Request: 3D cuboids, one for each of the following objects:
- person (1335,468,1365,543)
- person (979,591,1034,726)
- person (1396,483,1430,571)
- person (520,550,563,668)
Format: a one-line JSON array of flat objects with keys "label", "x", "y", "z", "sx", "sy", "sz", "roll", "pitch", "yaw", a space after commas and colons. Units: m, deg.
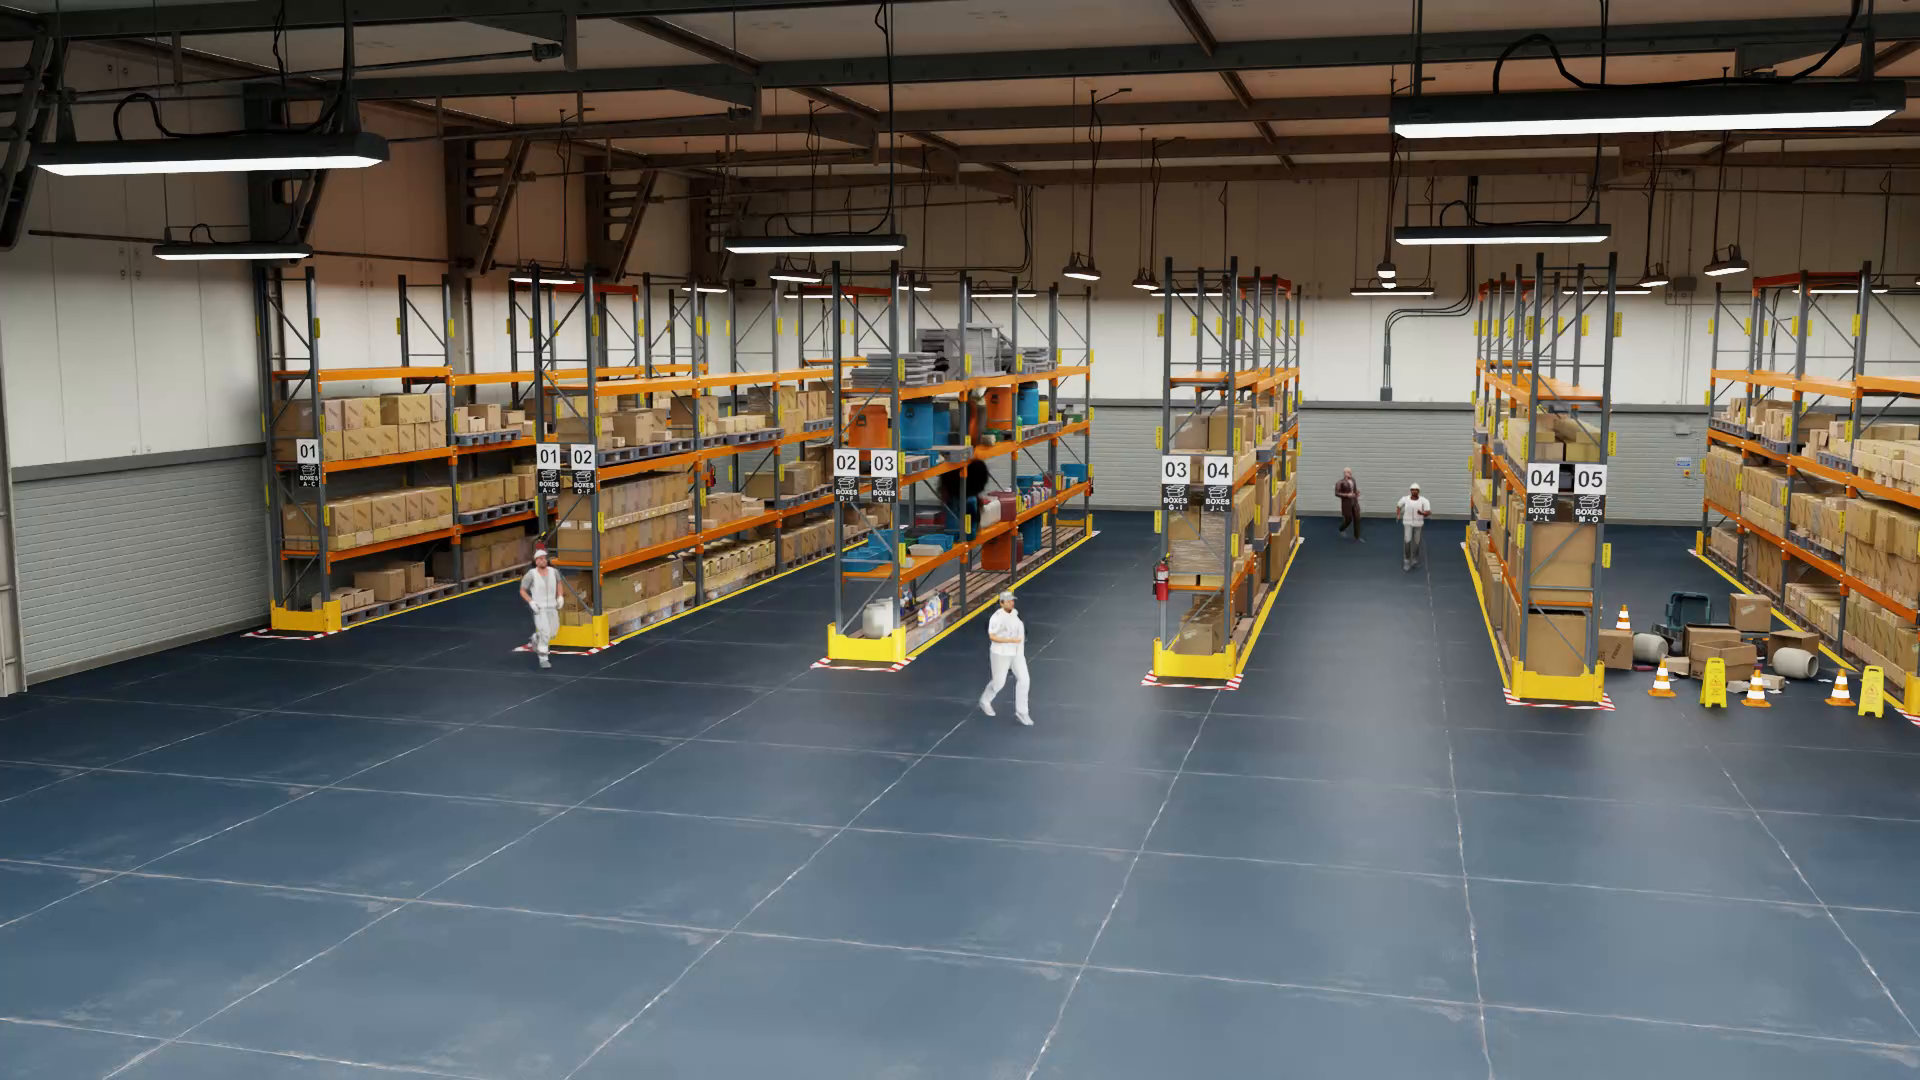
[{"label": "person", "x": 9.118, "y": -0.783, "z": 39.251, "sx": 0.740, "sy": 1.686, "sz": 0.960, "roll": -4, "pitch": 8, "yaw": -26}, {"label": "person", "x": 0.583, "y": 1.497, "z": 21.273, "sx": 0.609, "sy": 1.716, "sz": 0.835, "roll": -6, "pitch": 9, "yaw": -40}, {"label": "person", "x": 9.471, "y": -0.279, "z": 34.761, "sx": 0.675, "sy": 1.829, "sz": 0.776, "roll": 2, "pitch": 7, "yaw": 12}, {"label": "person", "x": -6.233, "y": 1.004, "z": 24.763, "sx": 0.680, "sy": 1.755, "sz": 0.670, "roll": -6, "pitch": 9, "yaw": -40}]
